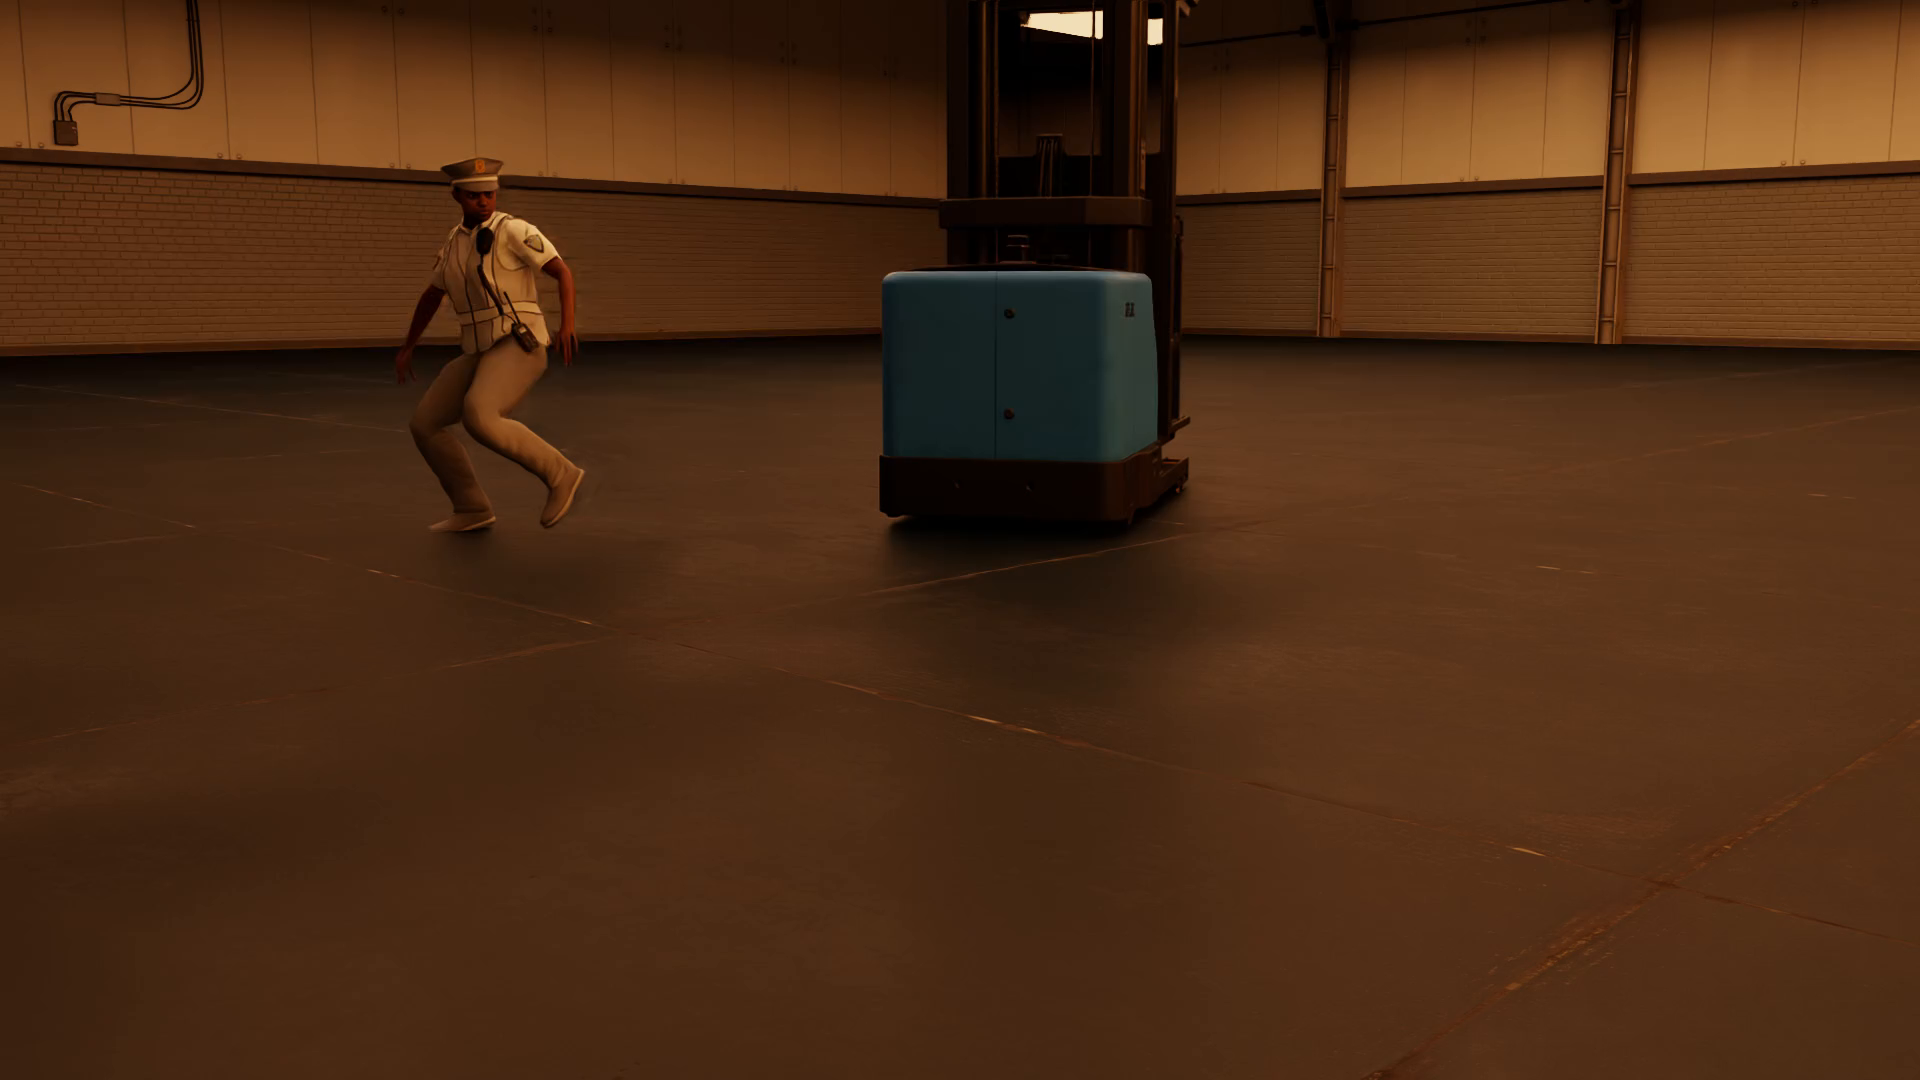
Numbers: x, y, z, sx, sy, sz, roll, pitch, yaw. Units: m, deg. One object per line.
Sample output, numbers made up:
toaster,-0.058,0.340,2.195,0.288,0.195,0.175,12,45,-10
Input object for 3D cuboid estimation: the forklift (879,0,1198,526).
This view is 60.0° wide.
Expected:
forklift,0.538,-1.688,8.081,1.130,2.935,3.031,2,9,15

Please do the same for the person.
person,-1.938,-0.765,6.781,0.910,1.552,0.494,8,12,42
